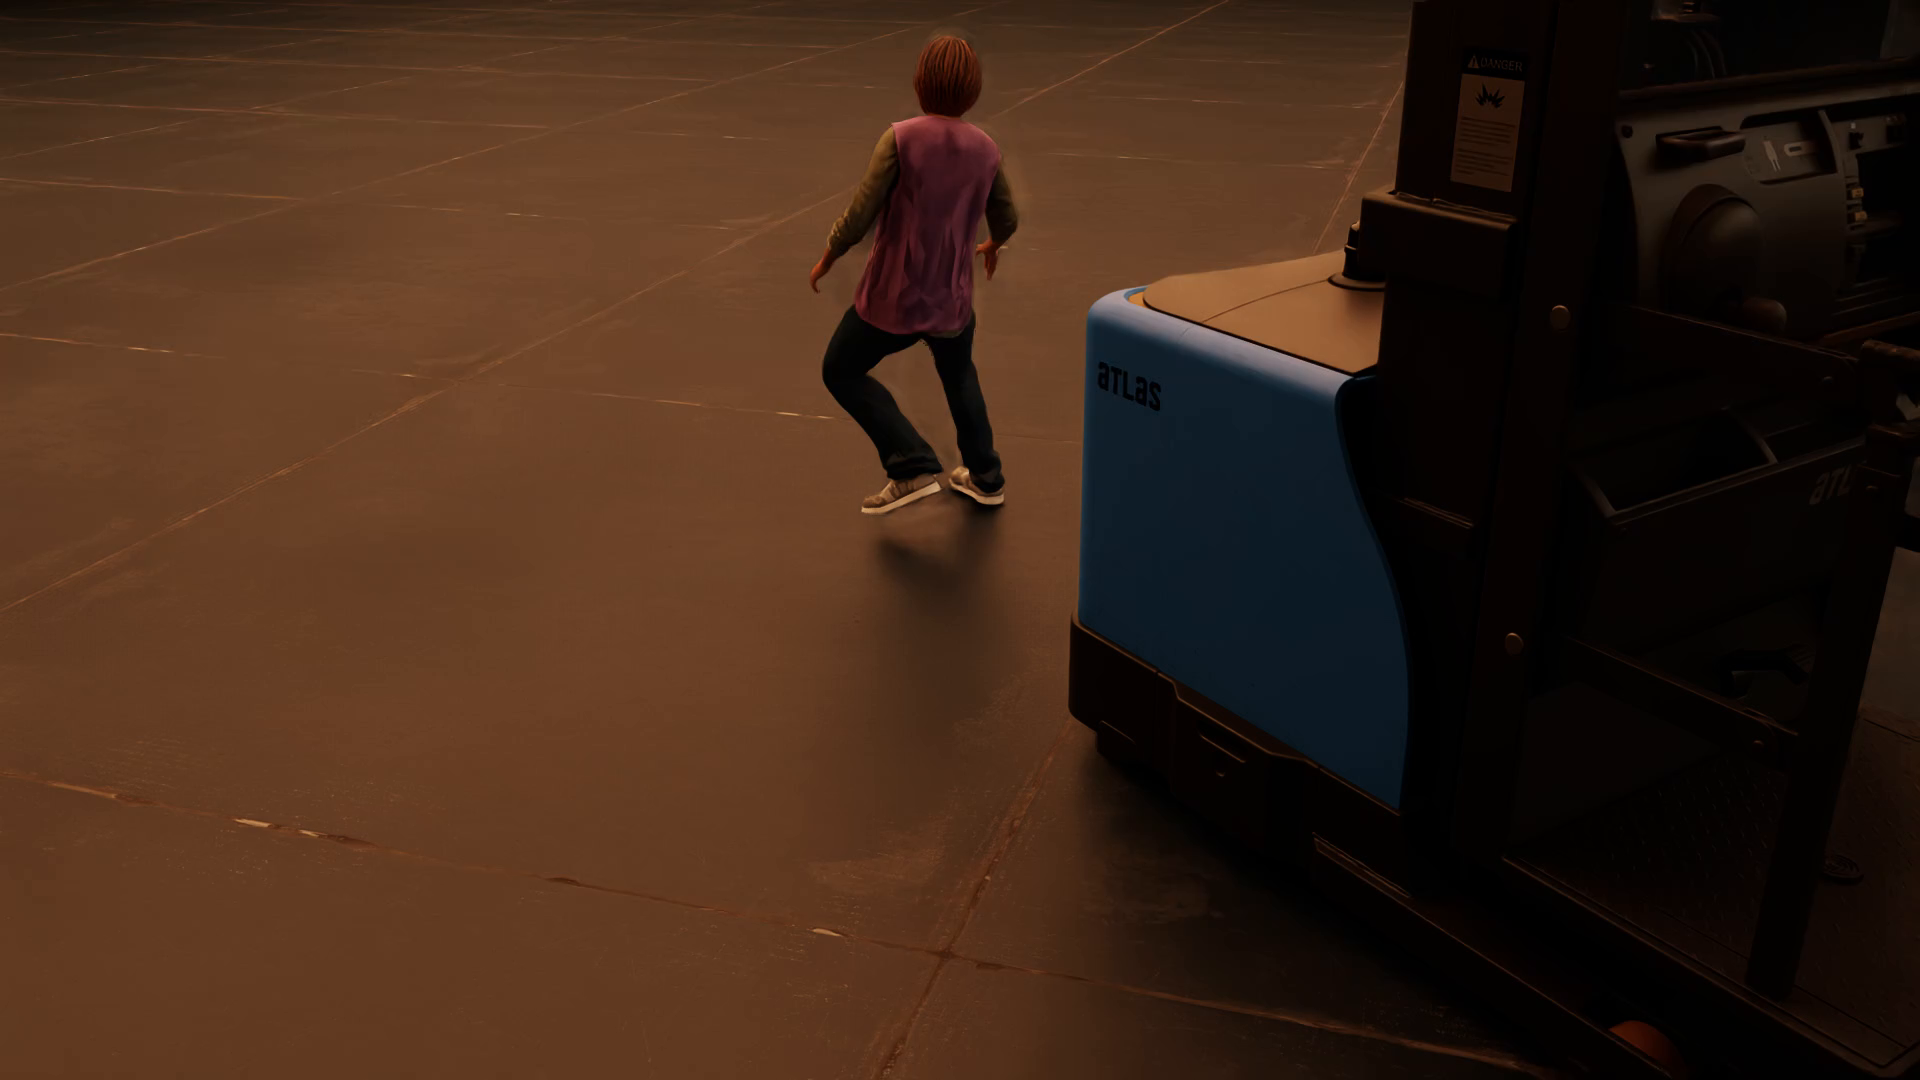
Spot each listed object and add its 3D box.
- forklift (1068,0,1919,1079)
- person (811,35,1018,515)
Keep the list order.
[{"bbox_3d":[1.491,-0.528,2.559,1.130,2.935,3.031,-14,26,-31],"label":"forklift"},{"bbox_3d":[-0.099,-0.755,4.999,0.669,1.480,0.517,-10,24,-22],"label":"person"}]
